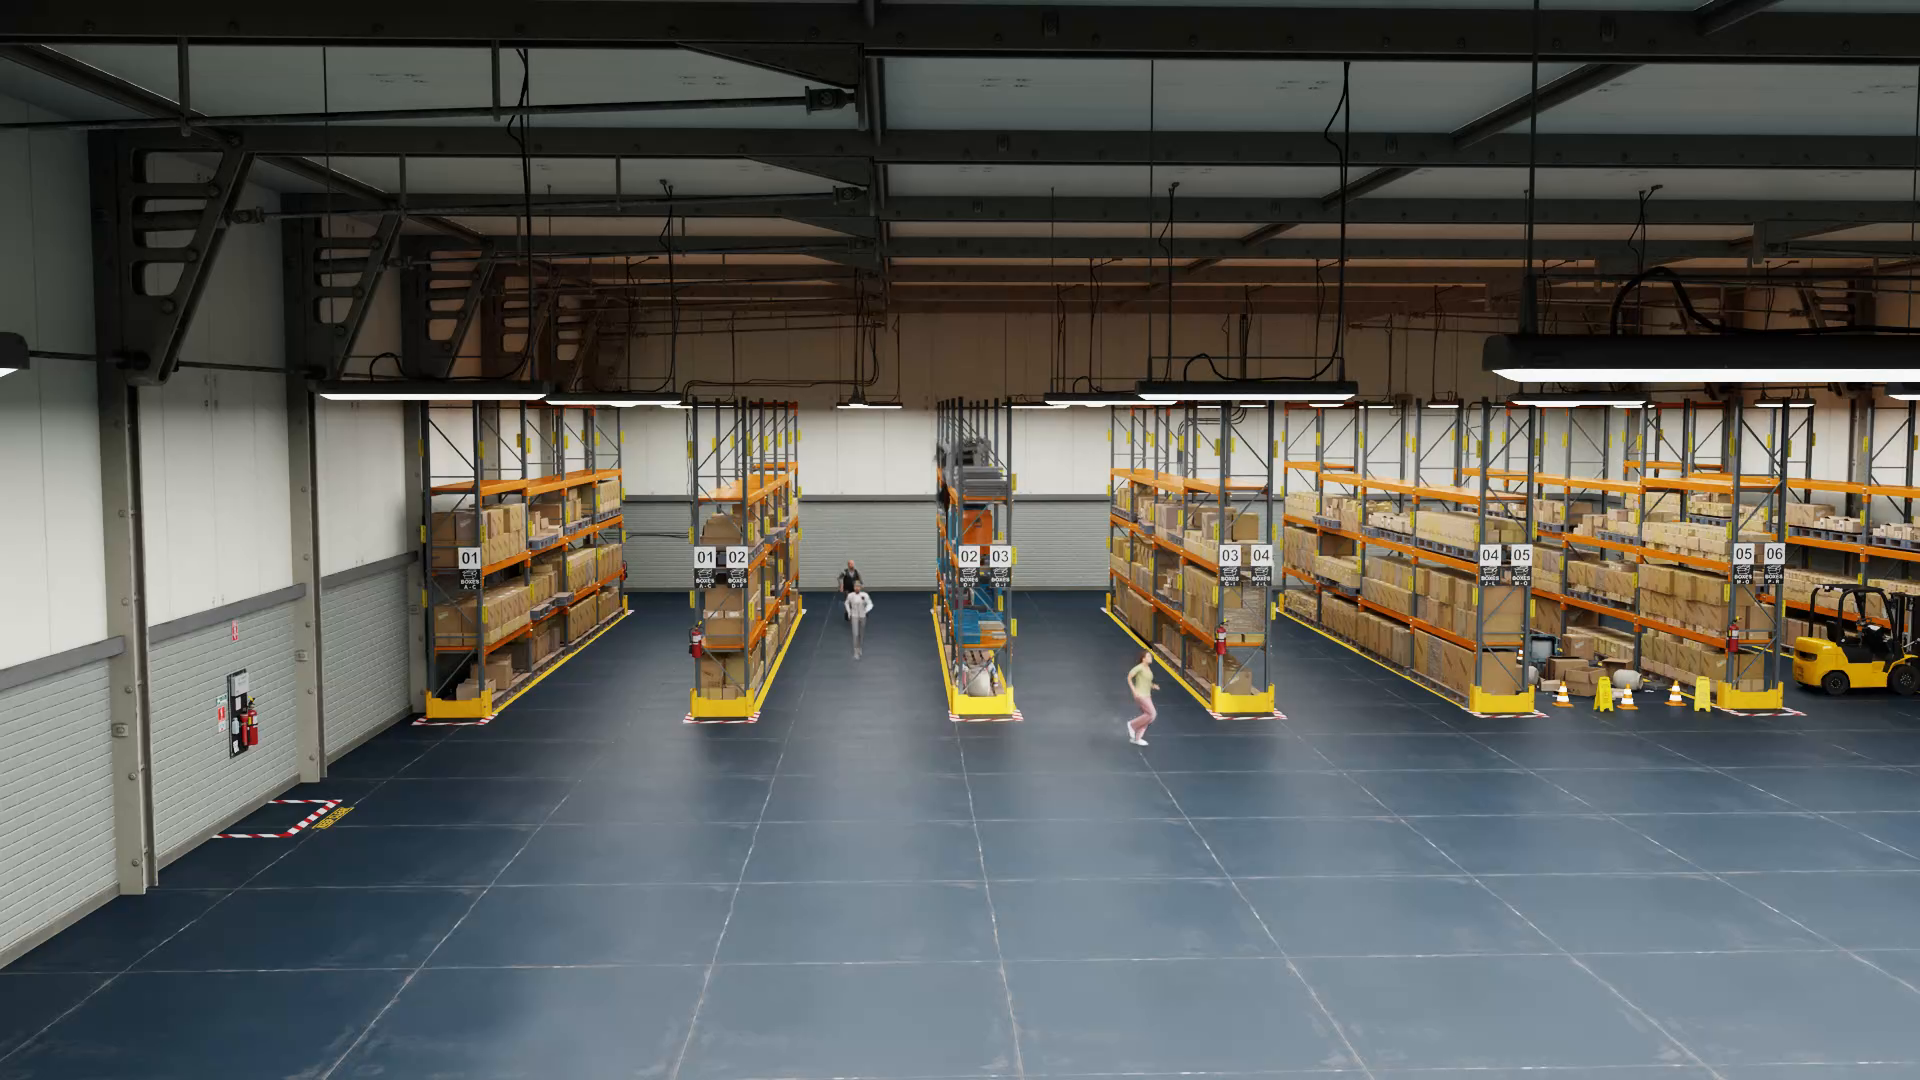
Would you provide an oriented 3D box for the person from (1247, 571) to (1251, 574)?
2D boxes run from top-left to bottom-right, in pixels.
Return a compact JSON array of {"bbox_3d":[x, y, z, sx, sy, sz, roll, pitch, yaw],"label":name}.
[{"bbox_3d":[8.512,1.170,48.785,0.533,1.613,0.693,0,4,-5],"label":"person"}]

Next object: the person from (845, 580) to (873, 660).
[{"bbox_3d":[-2.234,1.739,36.809,0.614,1.737,0.771,-1,4,-7],"label":"person"}]

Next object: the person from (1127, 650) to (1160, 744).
[{"bbox_3d":[3.166,2.701,28.629,0.520,1.628,0.588,2,5,26],"label":"person"}]

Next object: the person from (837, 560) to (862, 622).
[{"bbox_3d":[-2.947,1.389,45.004,0.636,1.679,0.642,-1,5,-19],"label":"person"}]
